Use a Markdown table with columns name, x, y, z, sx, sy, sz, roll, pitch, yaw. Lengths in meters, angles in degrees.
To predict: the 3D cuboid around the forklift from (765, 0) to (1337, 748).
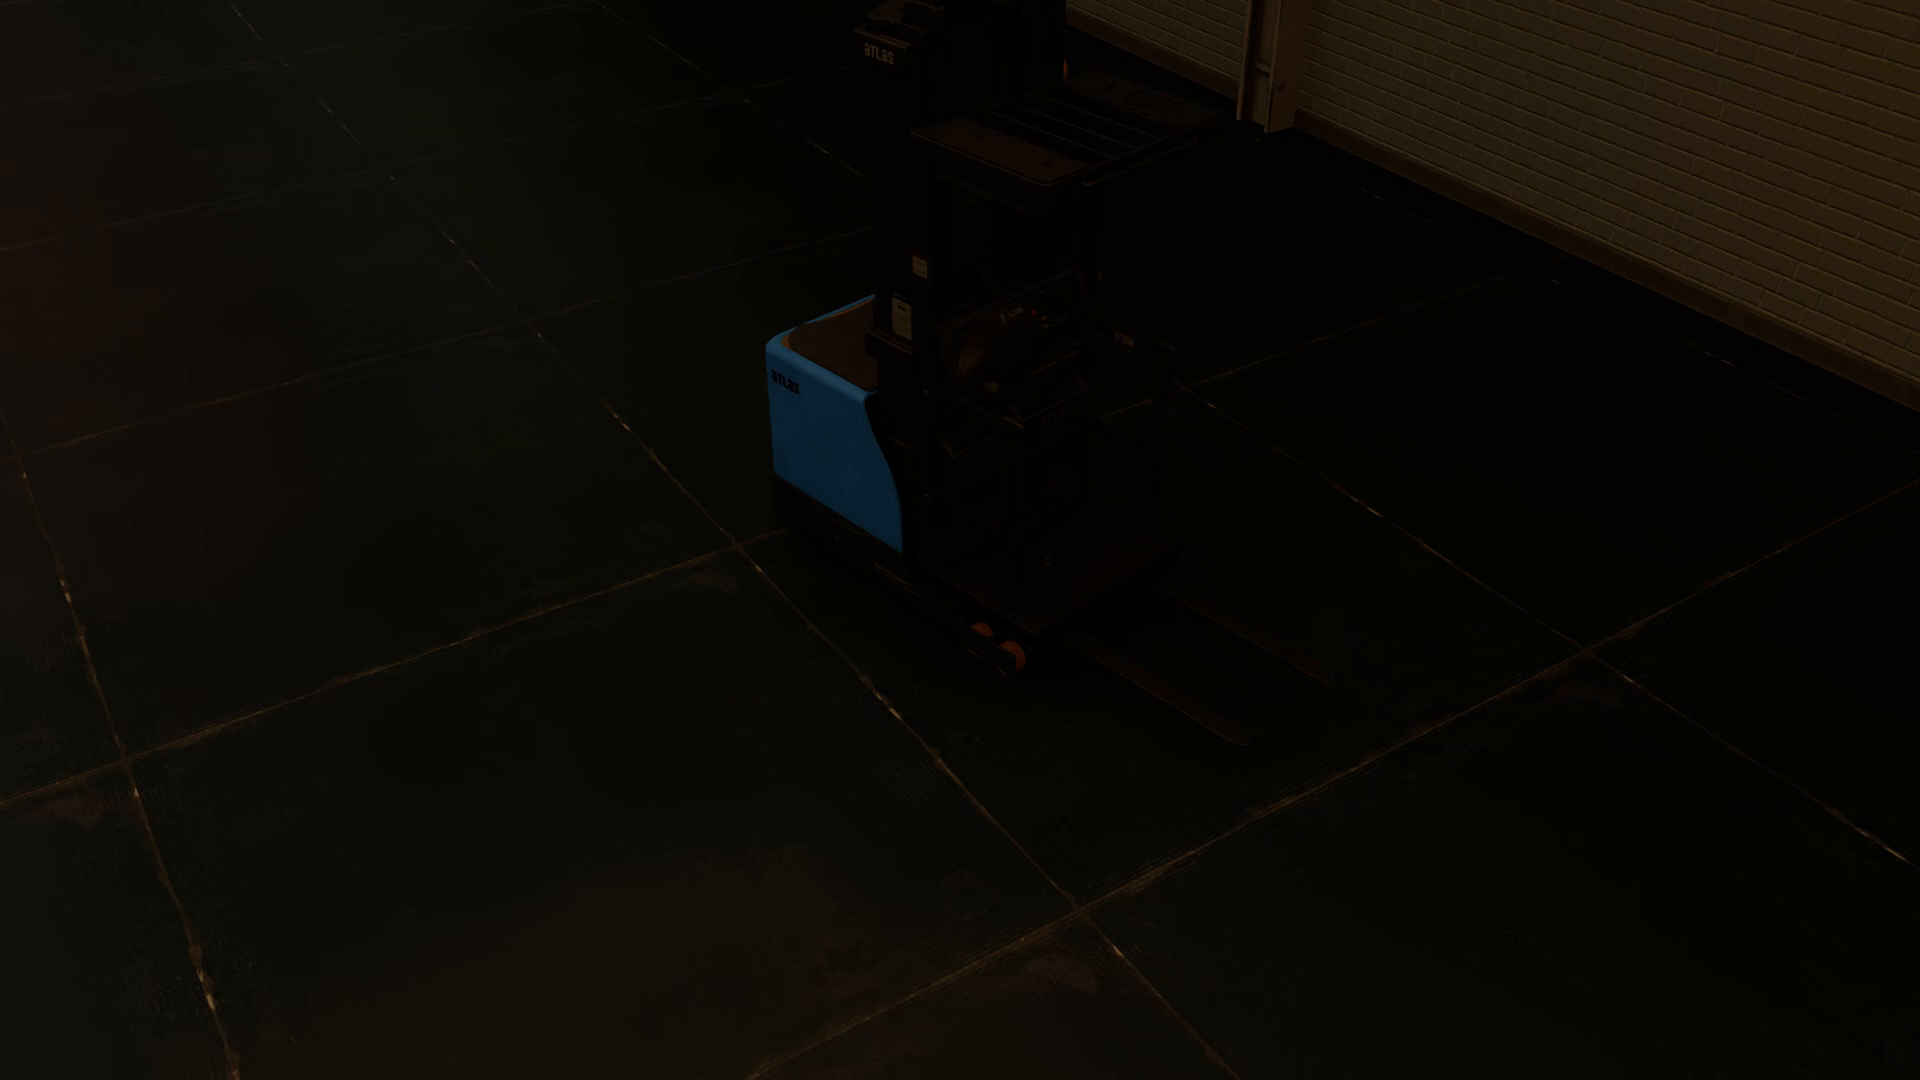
| name | x | y | z | sx | sy | sz | roll | pitch | yaw |
| --- | --- | --- | --- | --- | --- | --- | --- | --- | --- |
| forklift | 0.398 | -0.898 | 7.425 | 1.130 | 2.935 | 3.031 | -29 | 44 | -35 |

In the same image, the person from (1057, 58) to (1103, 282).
| name | x | y | z | sx | sy | sz | roll | pitch | yaw |
| --- | --- | --- | --- | --- | --- | --- | --- | --- | --- |
| person | 0.637 | -2.254 | 10.537 | 0.829 | 1.605 | 0.804 | -17 | 38 | -22 |
